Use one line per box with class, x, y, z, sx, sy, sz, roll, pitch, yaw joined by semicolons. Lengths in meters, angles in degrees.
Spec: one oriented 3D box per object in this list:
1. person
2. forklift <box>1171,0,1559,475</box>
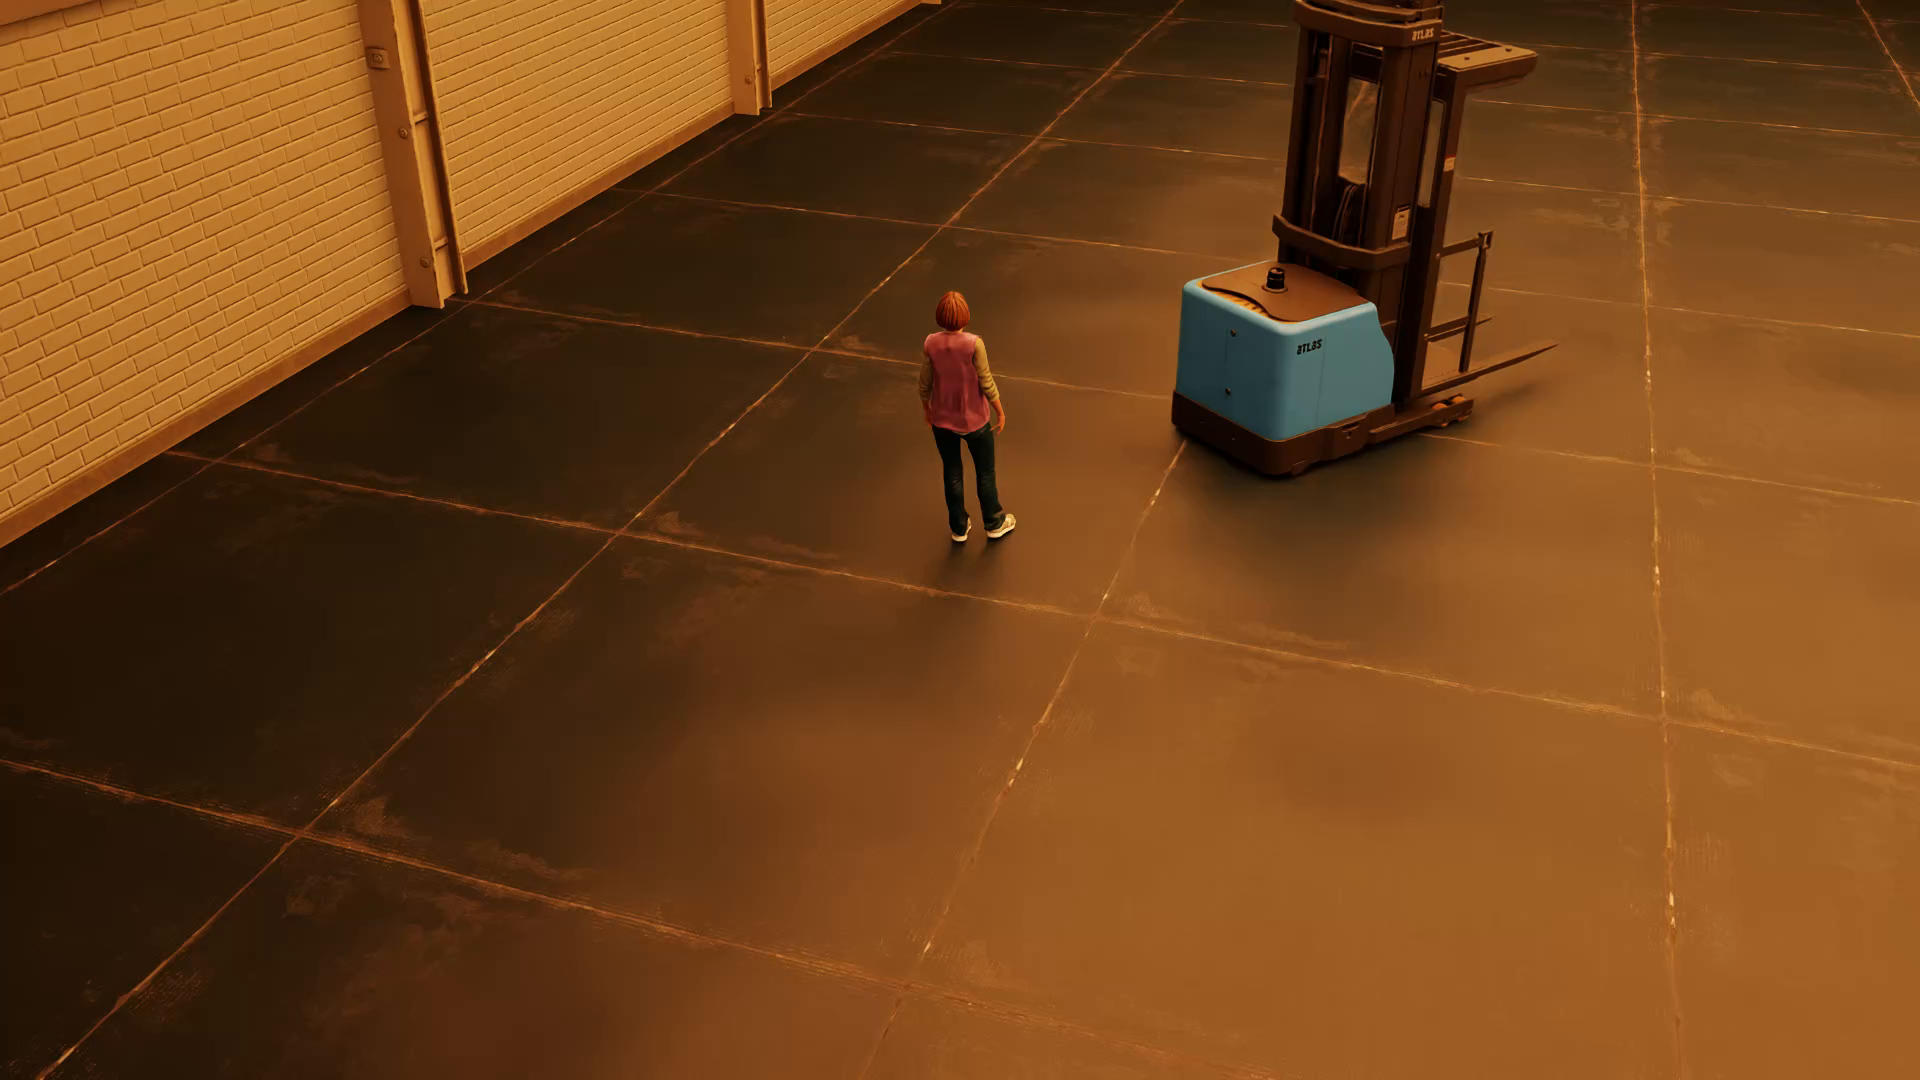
person;0.038;-0.733;9.754;0.520;1.599;0.473;10;31;16
forklift;2.952;-2.245;11.074;3.031;2.935;1.130;-19;35;-29
